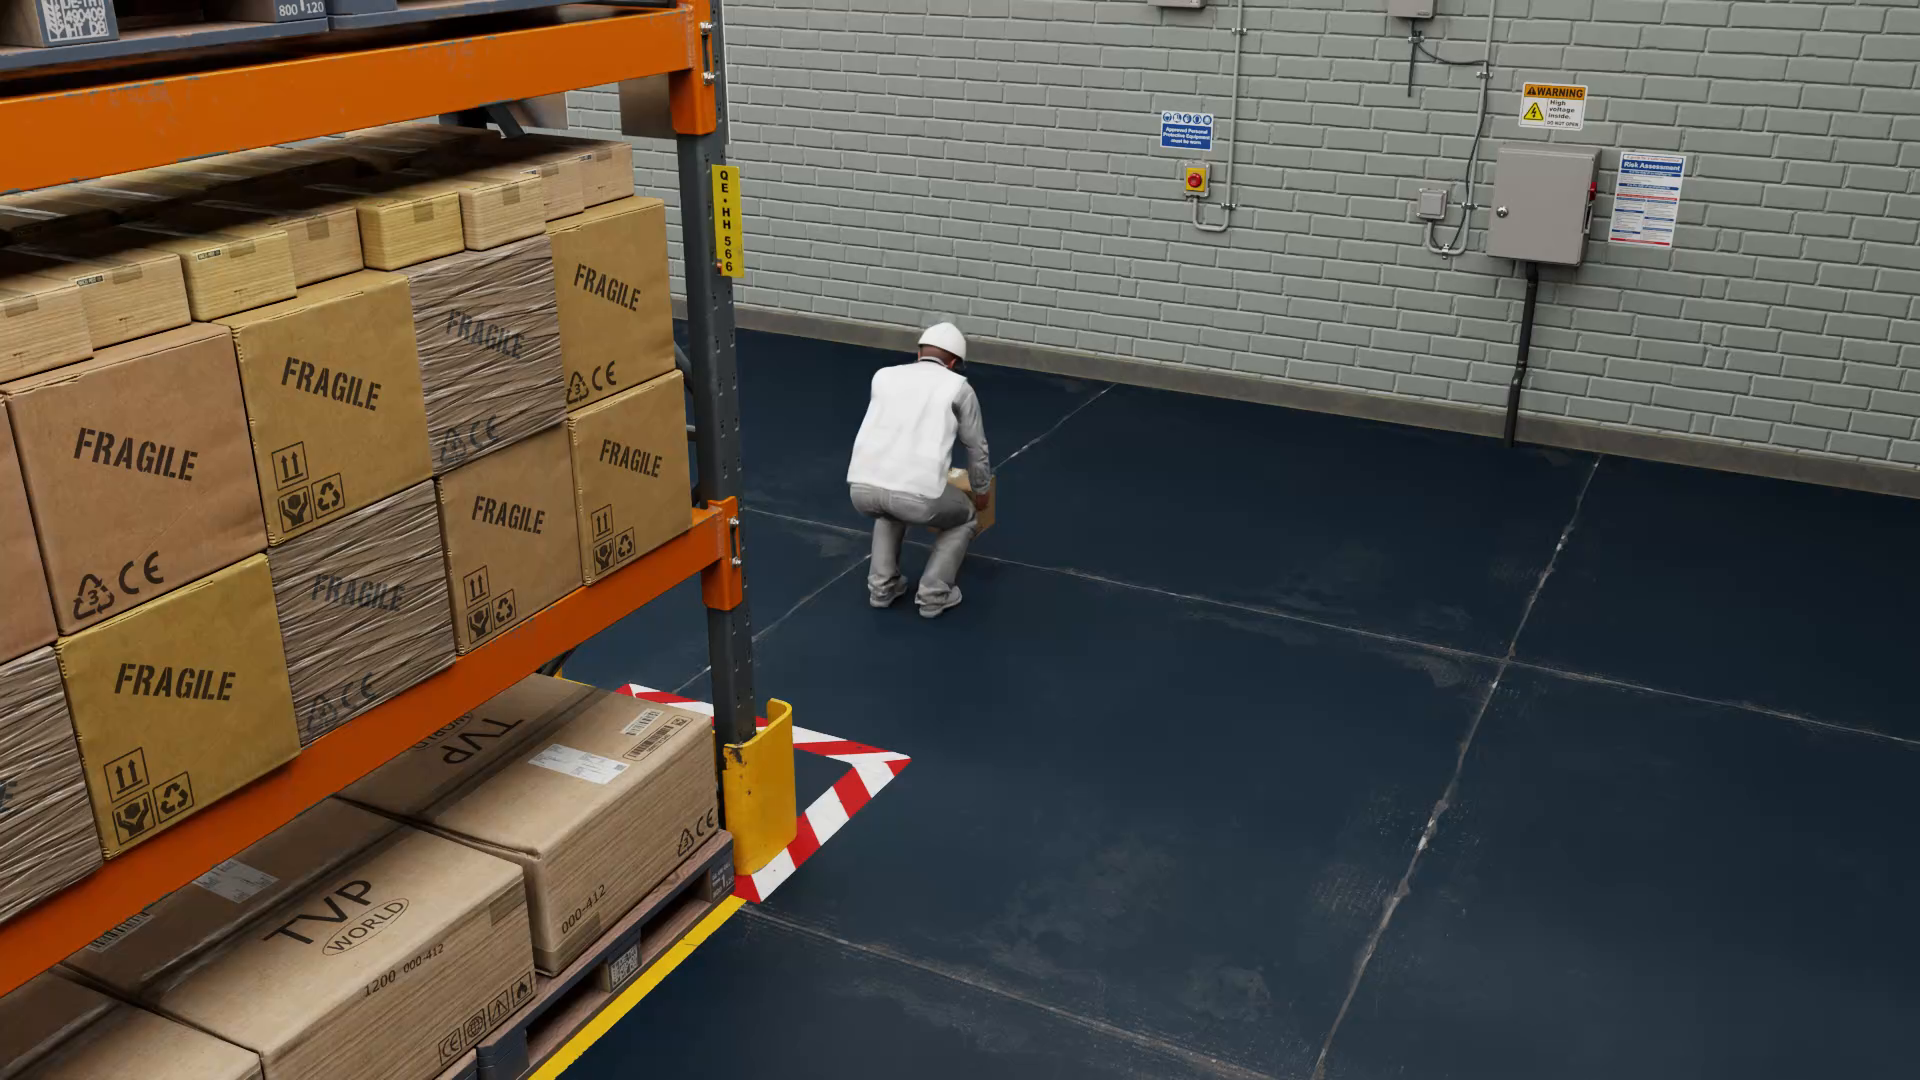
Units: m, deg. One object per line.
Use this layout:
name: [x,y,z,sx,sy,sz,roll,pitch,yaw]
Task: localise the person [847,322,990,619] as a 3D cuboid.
person: [-0.204,-0.315,7.538,0.575,1.222,0.844,11,25,25]
